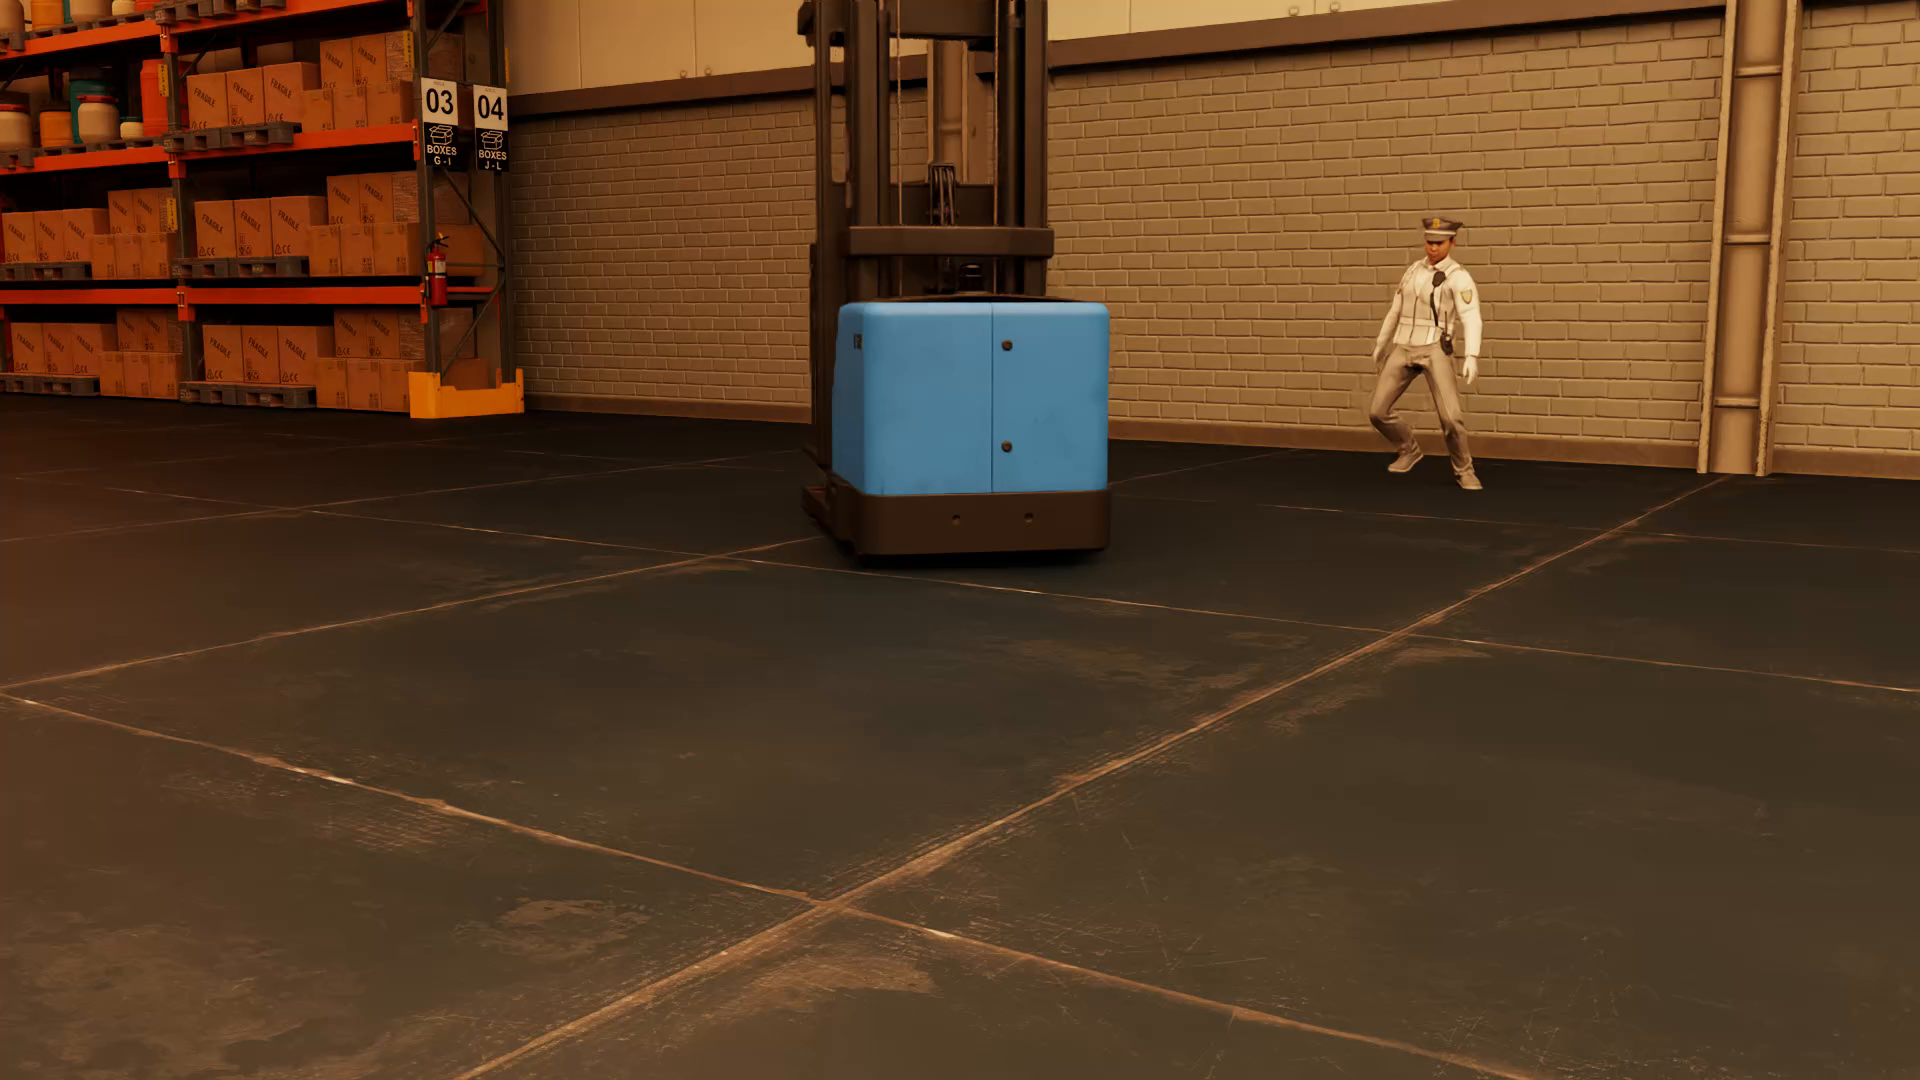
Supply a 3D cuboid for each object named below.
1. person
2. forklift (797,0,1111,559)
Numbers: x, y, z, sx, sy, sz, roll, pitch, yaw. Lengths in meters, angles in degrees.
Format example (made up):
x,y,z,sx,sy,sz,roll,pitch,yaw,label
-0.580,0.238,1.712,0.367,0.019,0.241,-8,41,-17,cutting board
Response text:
x,y,z,sx,sy,sz,roll,pitch,yaw,label
2.755,-1.111,9.863,0.460,1.585,0.820,-6,10,-35,person
-0.184,-1.539,8.018,1.130,2.935,3.031,-2,8,-12,forklift
